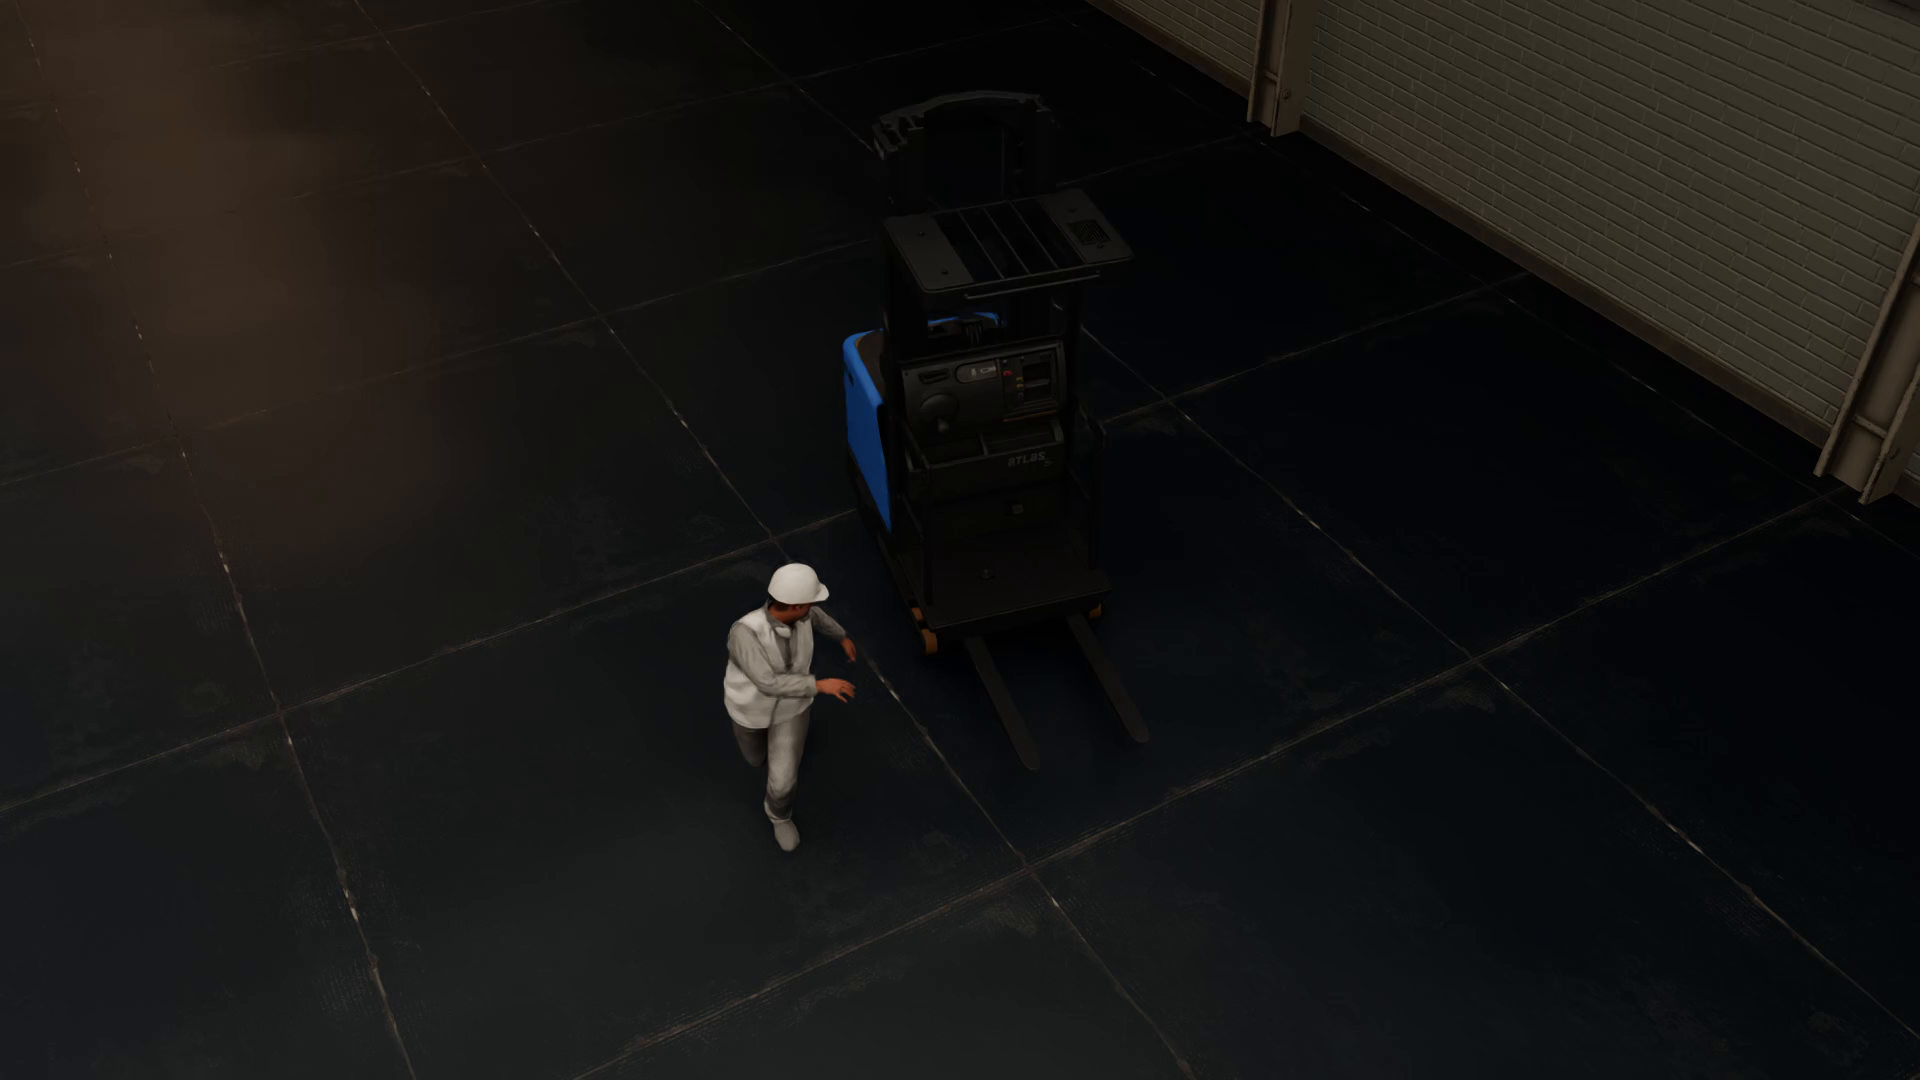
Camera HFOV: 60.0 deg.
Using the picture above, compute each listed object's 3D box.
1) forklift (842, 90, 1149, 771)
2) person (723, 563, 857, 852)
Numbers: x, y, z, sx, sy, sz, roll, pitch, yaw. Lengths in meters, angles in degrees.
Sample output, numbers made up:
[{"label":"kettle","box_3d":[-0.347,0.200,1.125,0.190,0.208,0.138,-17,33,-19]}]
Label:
[{"label":"forklift","box_3d":[0.206,-0.756,8.948,1.130,2.935,3.031,-12,41,-14]},{"label":"person","box_3d":[-0.834,0.723,8.298,0.690,1.539,0.943,-6,40,-7]}]
